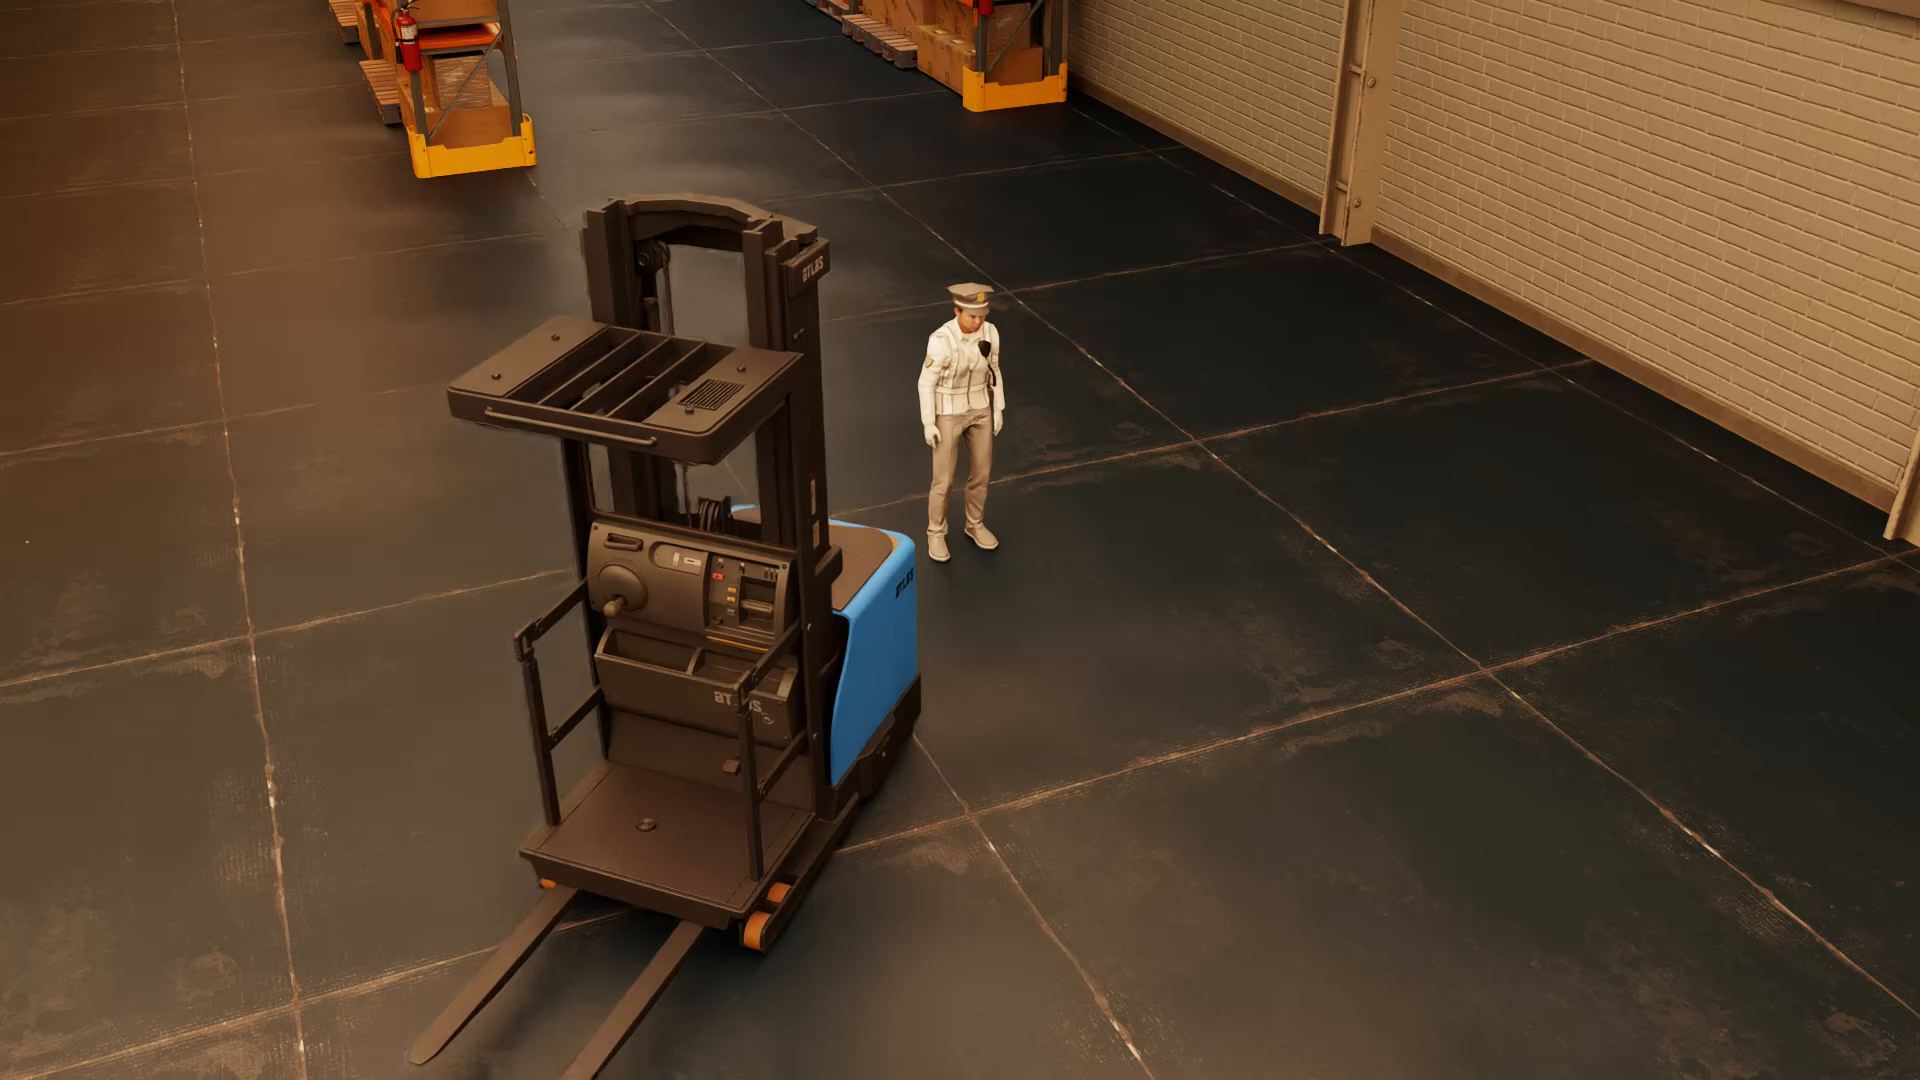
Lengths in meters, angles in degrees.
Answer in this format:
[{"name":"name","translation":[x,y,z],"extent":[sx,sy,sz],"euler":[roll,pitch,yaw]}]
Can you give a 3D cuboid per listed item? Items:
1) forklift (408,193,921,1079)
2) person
[{"name":"forklift","translation":[-1.205,0.229,6.720],"extent":[1.130,2.935,3.031],"euler":[11,32,18]},{"name":"person","translation":[0.021,-0.710,9.641],"extent":[0.529,1.663,0.372],"euler":[-13,32,-22]}]
